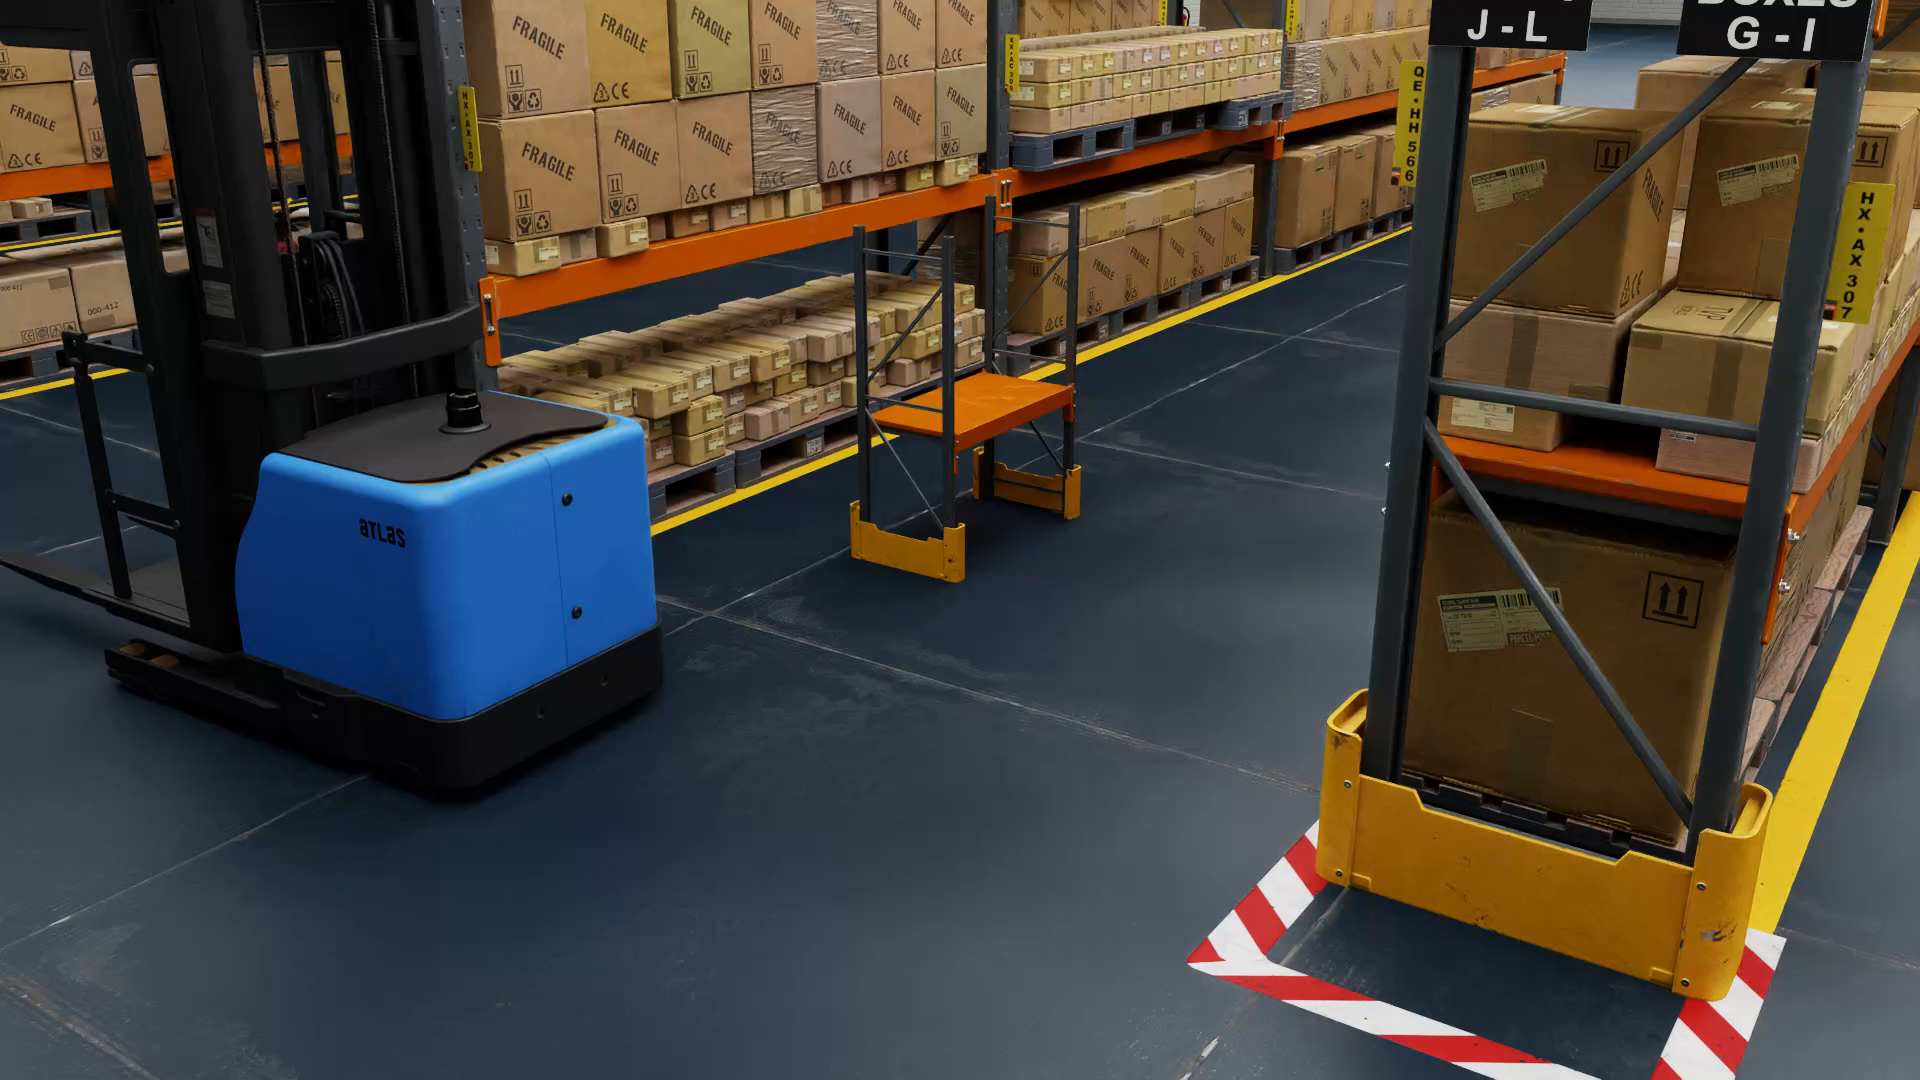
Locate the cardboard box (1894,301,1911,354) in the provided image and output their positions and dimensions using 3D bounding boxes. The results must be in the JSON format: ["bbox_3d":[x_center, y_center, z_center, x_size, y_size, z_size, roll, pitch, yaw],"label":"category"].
[{"bbox_3d":[3.128,-0.773,5.894,0.380,0.149,0.250,14,24,33],"label":"cardboard box"}]

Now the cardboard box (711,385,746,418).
[{"bbox_3d":[-1.323,-0.734,8.502,0.380,0.149,0.250,12,23,29],"label":"cardboard box"}]

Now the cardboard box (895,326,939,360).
[{"bbox_3d":[-0.343,-1.167,9.671,0.380,0.149,0.250,12,24,30],"label":"cardboard box"}]

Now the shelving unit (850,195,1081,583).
[{"bbox_3d":[0.043,-0.725,7.564,0.587,1.500,1.083,13,24,32],"label":"shelving unit"}]

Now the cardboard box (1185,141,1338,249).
[{"bbox_3d":[2.514,-2.927,13.992,1.050,0.750,0.750,13,24,31],"label":"cardboard box"}]

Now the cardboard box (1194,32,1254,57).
[{"bbox_3d":[1.911,-3.609,12.098,0.380,0.149,0.250,14,25,33],"label":"cardboard box"}]

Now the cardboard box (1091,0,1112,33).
[{"bbox_3d":[1.497,-6.409,20.196,0.500,0.500,0.500,14,24,32],"label":"cardboard box"}]

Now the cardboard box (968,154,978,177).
[{"bbox_3d":[-0.118,-2.235,9.845,0.380,0.149,0.250,13,24,31],"label":"cardboard box"}]

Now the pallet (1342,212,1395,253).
[{"bbox_3d":[3.289,-2.880,15.247,1.003,0.211,1.213,13,24,32],"label":"pallet"}]

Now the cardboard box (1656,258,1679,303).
[{"bbox_3d":[1.984,-0.742,5.234,0.500,0.250,0.500,13,24,31],"label":"cardboard box"}]

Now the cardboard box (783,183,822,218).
[{"bbox_3d":[-0.938,-1.772,8.595,0.380,0.149,0.250,14,24,33],"label":"cardboard box"}]

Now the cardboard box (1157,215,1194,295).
[{"bbox_3d":[1.365,-2.110,12.142,0.500,0.500,0.500,12,23,29],"label":"cardboard box"}]

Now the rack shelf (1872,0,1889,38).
[{"bbox_3d":[2.770,-1.980,5.506,1.077,0.370,4.000,13,24,32],"label":"rack shelf"}]

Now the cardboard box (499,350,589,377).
[{"bbox_3d":[-2.083,-0.833,8.339,0.380,0.149,0.250,13,24,31],"label":"cardboard box"}]

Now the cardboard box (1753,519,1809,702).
[{"bbox_3d":[2.451,0.003,5.891,0.875,0.875,0.875,13,24,32],"label":"cardboard box"}]

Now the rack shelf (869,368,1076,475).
[{"bbox_3d":[0.048,-0.559,7.633,0.538,0.185,1.000,13,24,32],"label":"rack shelf"}]

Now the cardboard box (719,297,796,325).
[{"bbox_3d":[-1.160,-1.275,9.534,0.380,0.149,0.250,14,24,33],"label":"cardboard box"}]

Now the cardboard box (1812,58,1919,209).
[{"bbox_3d":[3.572,-1.578,6.414,0.500,0.500,0.500,14,24,32],"label":"cardboard box"}]

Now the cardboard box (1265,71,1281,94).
[{"bbox_3d":[2.200,-3.476,12.595,0.380,0.149,0.250,14,24,33],"label":"cardboard box"}]

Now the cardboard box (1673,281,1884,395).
[{"bbox_3d":[2.425,-0.641,4.962,0.500,0.250,0.500,13,24,31],"label":"cardboard box"}]

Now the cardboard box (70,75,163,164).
[{"bbox_3d":[-5.481,-2.691,10.571,0.500,0.500,0.500,13,24,32],"label":"cardboard box"}]

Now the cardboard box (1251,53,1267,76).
[{"bbox_3d":[2.048,-3.539,12.337,0.380,0.149,0.250,14,25,34],"label":"cardboard box"}]

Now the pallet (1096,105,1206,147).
[{"bbox_3d":[1.018,-2.962,11.726,1.003,0.211,1.213,13,24,32],"label":"pallet"}]

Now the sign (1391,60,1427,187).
[{"bbox_3d":[1.205,-1.100,4.405,0.100,0.325,0.005,13,24,32],"label":"sign"}]

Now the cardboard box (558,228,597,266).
[{"bbox_3d":[-1.838,-1.325,7.385,0.380,0.149,0.250,14,25,34],"label":"cardboard box"}]

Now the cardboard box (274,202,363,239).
[{"bbox_3d":[-4.744,-2.253,12.619,0.875,0.438,0.875,13,24,31],"label":"cardboard box"}]

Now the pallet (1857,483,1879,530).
[{"bbox_3d":[4.266,-0.412,8.575,1.003,0.211,1.213,13,24,32],"label":"pallet"}]

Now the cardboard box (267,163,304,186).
[{"bbox_3d":[-7.079,-3.948,17.112,0.500,0.500,0.500,12,24,30],"label":"cardboard box"}]

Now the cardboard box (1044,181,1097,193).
[{"bbox_3d":[0.644,-2.419,11.898,0.500,0.250,0.500,12,23,29],"label":"cardboard box"}]

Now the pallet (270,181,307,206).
[{"bbox_3d":[-7.298,-3.668,17.377,1.003,0.211,1.213,13,24,32],"label":"pallet"}]

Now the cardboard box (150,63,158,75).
[{"bbox_3d":[-5.198,-3.309,10.802,0.500,0.500,0.500,13,24,32],"label":"cardboard box"}]

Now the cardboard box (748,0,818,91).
[{"bbox_3d":[-1.055,-2.503,8.193,0.500,0.500,0.500,12,24,30],"label":"cardboard box"}]

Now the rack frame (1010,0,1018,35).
[{"bbox_3d":[0.195,-5.712,18.884,1.000,3.000,0.127,13,24,32],"label":"rack frame"}]

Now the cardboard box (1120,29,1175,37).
[{"bbox_3d":[1.387,-3.744,12.463,0.380,0.149,0.250,13,24,32],"label":"cardboard box"}]

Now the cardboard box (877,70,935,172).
[{"bbox_3d":[-0.482,-2.324,9.151,0.500,0.500,0.500,13,24,30],"label":"cardboard box"}]

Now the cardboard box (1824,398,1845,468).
[{"bbox_3d":[2.261,-0.330,4.695,0.380,0.149,0.250,13,24,31],"label":"cardboard box"}]

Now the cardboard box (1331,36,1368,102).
[{"bbox_3d":[3.140,-4.042,14.225,0.500,0.500,0.500,13,24,32],"label":"cardboard box"}]

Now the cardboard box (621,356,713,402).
[{"bbox_3d":[-1.450,-0.793,8.231,0.380,0.149,0.250,12,23,29],"label":"cardboard box"}]

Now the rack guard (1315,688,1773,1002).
[{"bbox_3d":[1.632,0.843,4.766,1.175,0.500,0.348,13,24,32],"label":"rack guard"}]

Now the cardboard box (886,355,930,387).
[{"bbox_3d":[-0.400,-1.015,9.688,0.380,0.149,0.250,12,24,30],"label":"cardboard box"}]

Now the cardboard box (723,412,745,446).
[{"bbox_3d":[-1.328,-0.588,8.534,0.380,0.149,0.250,13,24,32],"label":"cardboard box"}]

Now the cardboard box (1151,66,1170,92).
[{"bbox_3d":[1.184,-3.100,11.149,0.380,0.149,0.250,13,24,31],"label":"cardboard box"}]

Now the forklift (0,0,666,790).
[{"bbox_3d":[-2.608,-0.923,6.035,3.031,2.935,1.130,12,24,30],"label":"forklift"}]

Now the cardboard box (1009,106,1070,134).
[{"bbox_3d":[0.451,-2.583,10.180,0.380,0.149,0.250,12,23,29],"label":"cardboard box"}]

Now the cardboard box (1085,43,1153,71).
[{"bbox_3d":[1.034,-3.161,10.885,0.380,0.149,0.250,13,24,31],"label":"cardboard box"}]

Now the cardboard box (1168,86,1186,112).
[{"bbox_3d":[1.324,-3.030,11.390,0.380,0.149,0.250,12,23,29],"label":"cardboard box"}]

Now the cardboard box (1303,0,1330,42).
[{"bbox_3d":[2.641,-4.416,13.795,0.700,0.500,0.500,13,24,31],"label":"cardboard box"}]

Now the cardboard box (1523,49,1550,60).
[{"bbox_3d":[6.132,-5.716,18.679,0.875,0.550,0.550,13,24,32],"label":"cardboard box"}]

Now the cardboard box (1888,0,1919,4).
[{"bbox_3d":[5.350,-2.756,9.302,0.797,0.503,0.637,14,24,33],"label":"cardboard box"}]

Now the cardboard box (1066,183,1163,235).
[{"bbox_3d":[1.070,-2.316,11.619,0.500,0.250,0.500,14,25,34],"label":"cardboard box"}]

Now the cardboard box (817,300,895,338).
[{"bbox_3d":[-0.591,-1.253,9.476,0.380,0.149,0.250,14,25,34],"label":"cardboard box"}]

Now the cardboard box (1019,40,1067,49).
[{"bbox_3d":[0.499,-3.288,11.229,0.380,0.149,0.250,12,24,30],"label":"cardboard box"}]
